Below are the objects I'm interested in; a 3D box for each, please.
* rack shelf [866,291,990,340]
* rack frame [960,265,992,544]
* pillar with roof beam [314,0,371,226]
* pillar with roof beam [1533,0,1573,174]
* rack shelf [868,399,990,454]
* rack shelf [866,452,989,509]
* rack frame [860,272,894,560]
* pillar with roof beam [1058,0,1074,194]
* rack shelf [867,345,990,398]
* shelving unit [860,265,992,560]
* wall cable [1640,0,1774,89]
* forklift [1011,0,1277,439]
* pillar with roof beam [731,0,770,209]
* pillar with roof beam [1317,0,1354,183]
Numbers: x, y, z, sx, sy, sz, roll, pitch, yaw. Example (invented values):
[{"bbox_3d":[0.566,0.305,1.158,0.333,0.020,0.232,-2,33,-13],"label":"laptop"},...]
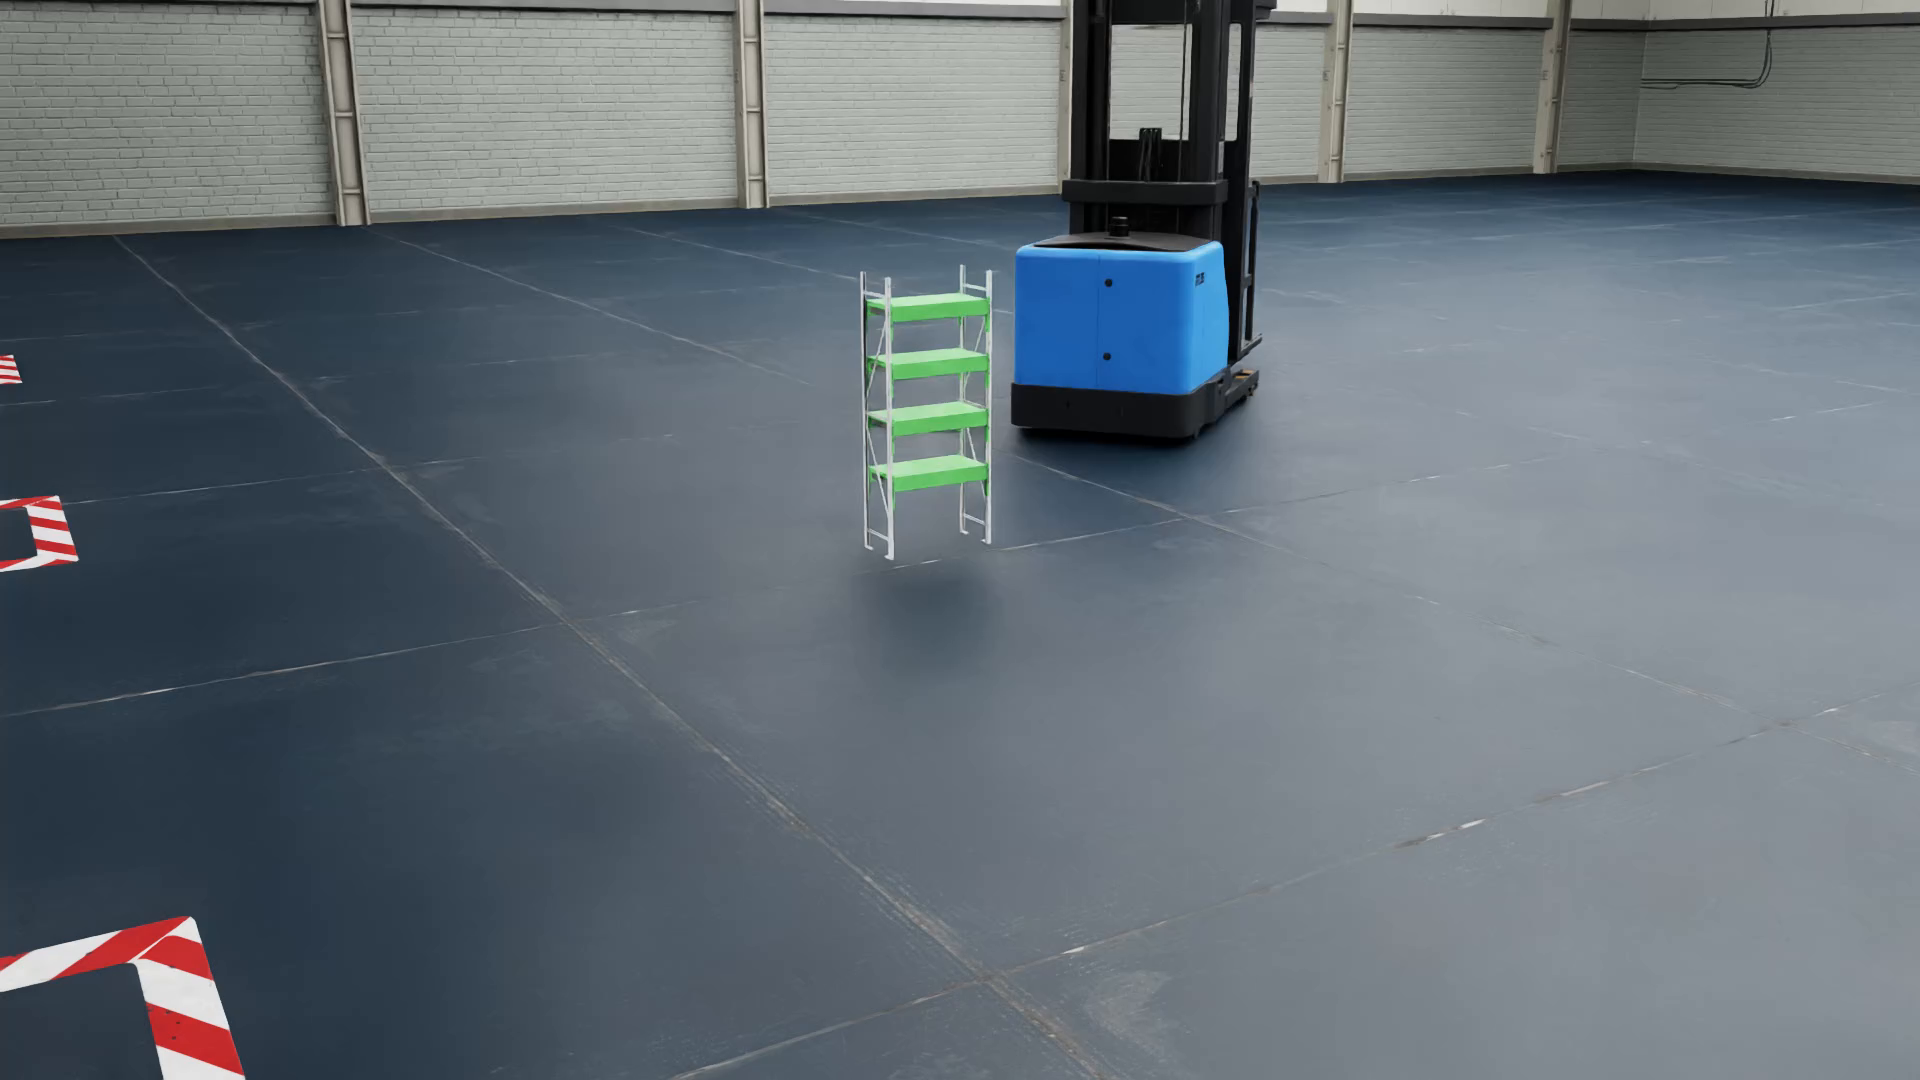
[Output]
[{"bbox_3d":[-0.142,-0.955,7.053,0.480,0.148,0.258,-9,18,-30],"label":"rack shelf"},{"bbox_3d":[0.067,-0.589,7.287,0.015,1.200,0.240,-9,18,-30],"label":"rack frame"},{"bbox_3d":[-6.131,-7.678,18.129,0.400,9.000,9.100,-9,18,-30],"label":"pillar with roof beam"},{"bbox_3d":[14.441,-11.014,30.030,0.400,9.000,9.100,-9,18,-30],"label":"pillar with roof beam"},{"bbox_3d":[-0.142,-0.493,7.183,0.480,0.148,0.258,-9,18,-30],"label":"rack shelf"},{"bbox_3d":[-0.142,-0.262,7.248,0.480,0.148,0.258,-9,18,-30],"label":"rack shelf"},{"bbox_3d":[-0.351,-0.521,7.045,0.015,1.200,0.240,-9,18,-30],"label":"rack frame"},{"bbox_3d":[4.155,-9.346,24.080,0.400,9.000,9.100,-9,18,-30],"label":"pillar with roof beam"},{"bbox_3d":[-0.142,-0.724,7.118,0.480,0.148,0.258,-9,18,-30],"label":"rack shelf"},{"bbox_3d":[-0.142,-0.555,7.166,0.503,1.200,0.258,-9,18,-30],"label":"shelving unit"},{"bbox_3d":[15.431,-10.619,34.372,0.112,2.526,3.097,-9,18,-30],"label":"wall cable"},{"bbox_3d":[1.292,-2.327,10.281,1.130,2.935,3.031,6,17,20],"label":"forklift"},{"bbox_3d":[-0.988,-8.512,21.104,0.400,9.000,9.100,-9,18,-30],"label":"pillar with roof beam"},{"bbox_3d":[9.298,-10.180,27.055,0.400,9.000,9.100,-9,18,-30],"label":"pillar with roof beam"}]
